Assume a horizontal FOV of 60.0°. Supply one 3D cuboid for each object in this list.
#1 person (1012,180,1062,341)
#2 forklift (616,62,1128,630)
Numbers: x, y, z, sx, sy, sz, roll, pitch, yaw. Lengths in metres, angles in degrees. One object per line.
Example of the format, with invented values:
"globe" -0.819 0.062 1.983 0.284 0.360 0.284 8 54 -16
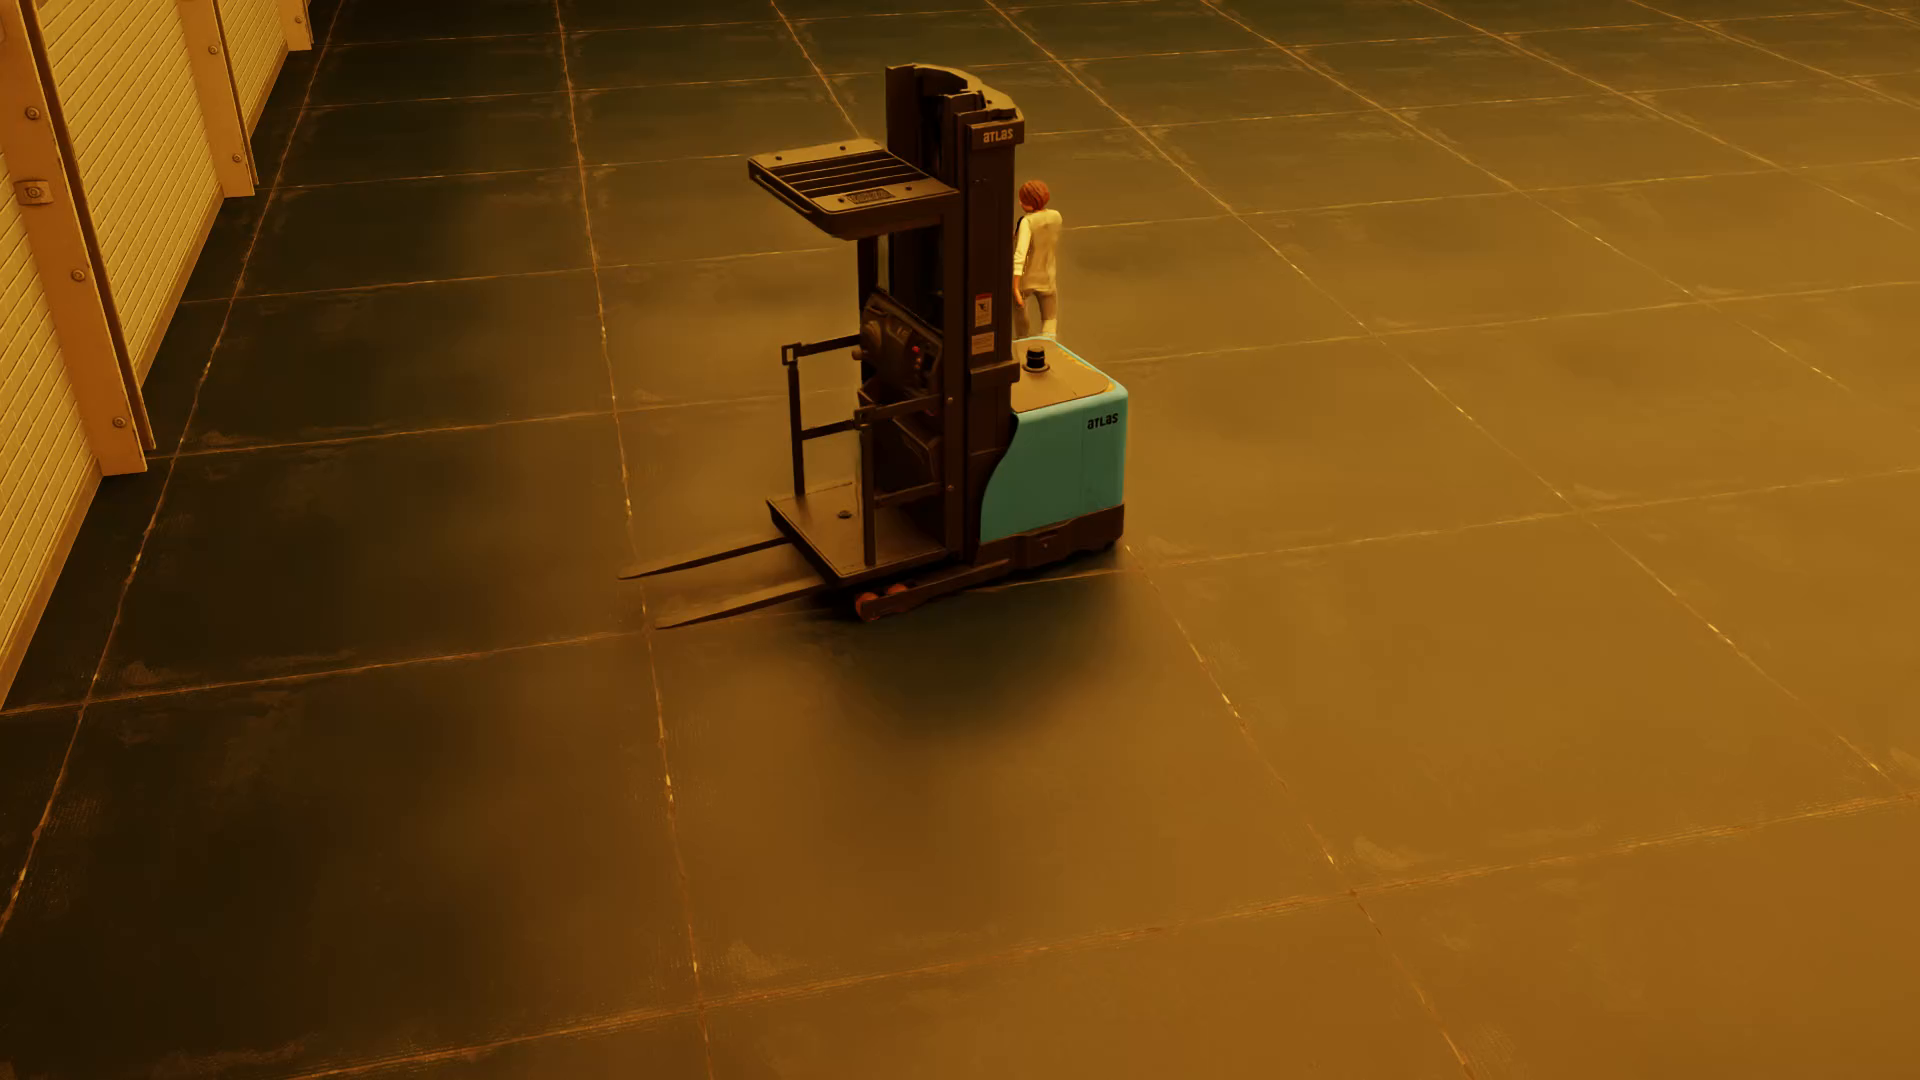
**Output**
"person" 0.542 -1.938 12.367 0.451 1.516 0.759 -7 31 -11
"forklift" -0.522 -1.095 9.465 3.031 2.935 1.130 -15 33 -25
